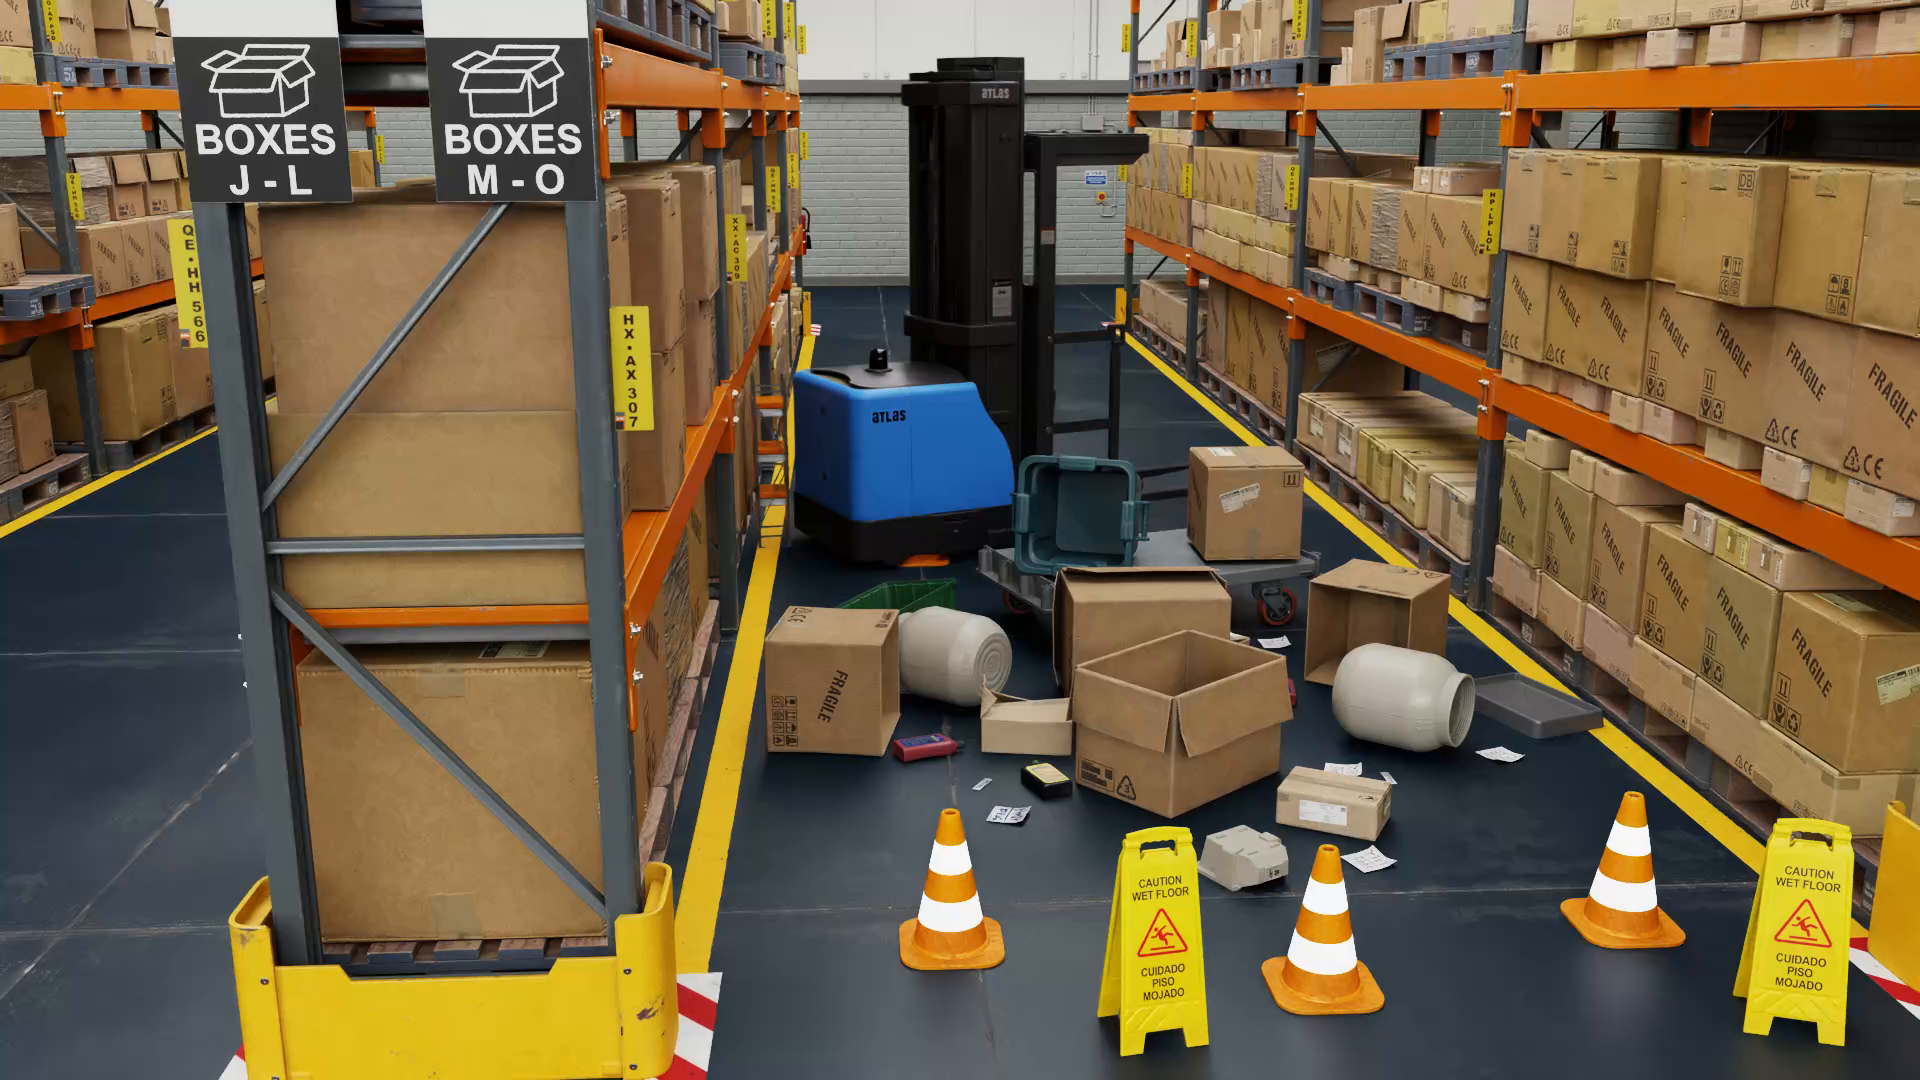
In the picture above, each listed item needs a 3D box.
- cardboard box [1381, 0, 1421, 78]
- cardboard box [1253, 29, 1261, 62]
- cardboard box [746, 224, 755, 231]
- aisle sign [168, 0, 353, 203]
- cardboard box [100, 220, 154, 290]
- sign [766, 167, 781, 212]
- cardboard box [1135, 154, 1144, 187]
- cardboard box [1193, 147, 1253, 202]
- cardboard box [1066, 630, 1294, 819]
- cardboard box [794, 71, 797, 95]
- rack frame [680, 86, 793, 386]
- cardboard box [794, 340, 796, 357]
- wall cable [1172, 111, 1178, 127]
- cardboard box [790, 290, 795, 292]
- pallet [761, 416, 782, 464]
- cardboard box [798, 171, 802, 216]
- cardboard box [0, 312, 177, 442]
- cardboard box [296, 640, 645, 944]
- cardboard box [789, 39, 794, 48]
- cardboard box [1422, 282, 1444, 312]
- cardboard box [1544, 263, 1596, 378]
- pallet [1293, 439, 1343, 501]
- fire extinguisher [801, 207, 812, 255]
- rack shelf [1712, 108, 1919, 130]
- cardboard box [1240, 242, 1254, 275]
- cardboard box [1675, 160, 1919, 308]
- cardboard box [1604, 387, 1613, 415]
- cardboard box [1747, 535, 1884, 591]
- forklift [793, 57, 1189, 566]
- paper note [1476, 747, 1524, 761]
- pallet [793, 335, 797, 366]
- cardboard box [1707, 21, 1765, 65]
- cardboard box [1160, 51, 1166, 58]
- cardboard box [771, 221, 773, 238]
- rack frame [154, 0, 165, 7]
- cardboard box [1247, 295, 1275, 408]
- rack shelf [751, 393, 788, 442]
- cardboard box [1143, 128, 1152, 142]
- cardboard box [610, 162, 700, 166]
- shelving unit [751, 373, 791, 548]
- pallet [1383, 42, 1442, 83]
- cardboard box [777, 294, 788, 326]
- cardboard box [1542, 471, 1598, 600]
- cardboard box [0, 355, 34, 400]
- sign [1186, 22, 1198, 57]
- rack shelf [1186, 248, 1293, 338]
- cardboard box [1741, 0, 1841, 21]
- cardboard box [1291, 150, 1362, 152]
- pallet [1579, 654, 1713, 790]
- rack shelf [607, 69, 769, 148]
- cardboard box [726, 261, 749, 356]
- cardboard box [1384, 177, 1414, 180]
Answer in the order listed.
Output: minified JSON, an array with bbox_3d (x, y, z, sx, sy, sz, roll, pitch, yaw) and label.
[{"bbox_3d":[3.149,-3.198,10.709,0.797,0.503,0.637,-1,14,-3],"label":"cardboard box"},{"bbox_3d":[2.591,-4.002,13.469,0.396,0.266,0.258,-1,14,-5],"label":"cardboard box"},{"bbox_3d":[-1.738,-2.322,12.595,0.380,0.149,0.250,0,14,-1],"label":"cardboard box"},{"bbox_3d":[-1.708,-1.220,4.031,0.394,0.787,0.004,-1,14,-3],"label":"aisle sign"},{"bbox_3d":[-6.658,-2.223,12.946,0.500,0.500,0.500,-1,14,-5],"label":"cardboard box"},{"bbox_3d":[-1.355,-2.543,12.066,0.100,0.325,0.005,-1,14,-3],"label":"sign"},{"bbox_3d":[2.315,-4.344,19.184,0.500,0.500,0.500,-1,14,-5],"label":"cardboard box"},{"bbox_3d":[2.518,-3.488,15.855,0.500,0.500,0.500,-1,14,-3],"label":"cardboard box"},{"bbox_3d":[0.886,0.727,6.693,0.797,0.503,0.637,-13,20,-42],"label":"cardboard box"},{"bbox_3d":[-2.003,-4.851,17.642,0.500,0.250,0.500,0,14,-1],"label":"cardboard box"},{"bbox_3d":[-2.156,-2.968,16.040,1.000,3.000,0.127,-1,14,-3],"label":"rack frame"},{"bbox_3d":[-1.874,-1.952,16.972,0.380,0.149,0.250,0,14,-2],"label":"cardboard box"},{"bbox_3d":[3.572,-5.983,25.720,0.588,1.984,0.122,-1,14,-3],"label":"wall cable"},{"bbox_3d":[-2.064,-2.754,18.896,0.380,0.149,0.250,-1,15,-6],"label":"cardboard box"},{"bbox_3d":[-1.955,-0.817,13.277,1.003,0.211,1.213,-1,14,-3],"label":"pallet"},{"bbox_3d":[-2.119,-4.047,19.438,0.500,0.500,0.500,-1,14,-2],"label":"cardboard box"},{"bbox_3d":[-6.887,-1.268,12.855,1.225,0.875,0.875,-2,15,-6],"label":"cardboard box"},{"bbox_3d":[-1.521,0.675,5.305,0.875,0.875,0.875,-1,14,-3],"label":"cardboard box"},{"bbox_3d":[-2.031,-5.509,18.395,0.380,0.149,0.250,-1,14,-3],"label":"cardboard box"},{"bbox_3d":[2.916,-1.414,9.665,0.380,0.149,0.250,-1,14,-4],"label":"cardboard box"},{"bbox_3d":[3.077,-1.034,7.727,0.500,0.500,0.500,-1,14,-4],"label":"cardboard box"},{"bbox_3d":[3.073,-0.529,12.161,1.003,0.211,1.213,-1,14,-3],"label":"pallet"},{"bbox_3d":[-1.959,-3.814,20.234,0.296,0.674,0.183,-1,14,-3],"label":"fire extinguisher"},{"bbox_3d":[7.856,-3.754,14.519,1.077,0.370,4.000,-1,14,-3],"label":"rack shelf"},{"bbox_3d":[2.673,-2.376,14.041,0.500,0.250,0.500,-1,14,-4],"label":"cardboard box"},{"bbox_3d":[3.114,-1.136,6.119,0.700,0.500,0.500,-1,14,-4],"label":"cardboard box"},{"bbox_3d":[3.116,-0.619,7.417,0.380,0.149,0.250,-1,14,-4],"label":"cardboard box"},{"bbox_3d":[3.122,0.081,6.061,0.380,0.149,0.250,0,14,-2],"label":"cardboard box"},{"bbox_3d":[0.496,-1.504,10.488,3.031,2.935,1.130,-7,16,-26],"label":"forklift"},{"bbox_3d":[2.271,0.896,6.984,0.142,0.019,0.148,-6,16,-23],"label":"paper note"},{"bbox_3d":[-2.312,-2.088,18.217,1.003,0.211,1.213,-1,14,-3],"label":"pallet"},{"bbox_3d":[3.081,-1.881,6.303,0.380,0.149,0.250,-1,14,-4],"label":"cardboard box"},{"bbox_3d":[2.648,-5.585,19.452,0.500,0.250,0.500,-2,15,-9],"label":"cardboard box"},{"bbox_3d":[-1.904,-2.827,15.155,0.380,0.149,0.250,-1,14,-4],"label":"cardboard box"},{"bbox_3d":[-7.113,-5.821,15.093,1.000,3.000,0.127,-1,14,-3],"label":"rack frame"},{"bbox_3d":[3.015,-1.644,14.316,0.875,0.875,0.875,-1,14,-3],"label":"cardboard box"},{"bbox_3d":[-1.177,-0.757,10.260,0.215,0.259,0.240,-3,15,-9],"label":"rack shelf"},{"bbox_3d":[2.299,-4.622,18.963,0.380,0.149,0.250,-1,14,-5],"label":"cardboard box"},{"bbox_3d":[-1.672,-1.481,7.796,0.875,0.550,0.550,-1,14,-3],"label":"cardboard box"},{"bbox_3d":[-1.175,-0.492,10.329,0.215,1.050,0.252,-3,15,-9],"label":"shelving unit"},{"bbox_3d":[3.275,-2.854,9.957,1.213,0.211,1.003,-1,14,-3],"label":"pallet"},{"bbox_3d":[-1.858,-2.142,15.501,0.500,0.250,0.500,-1,14,-5],"label":"cardboard box"},{"bbox_3d":[3.086,-0.031,7.796,0.500,0.500,0.500,0,14,-1],"label":"cardboard box"},{"bbox_3d":[-6.794,-1.121,11.491,0.500,0.250,0.500,0,14,-1],"label":"cardboard box"},{"bbox_3d":[2.224,-4.802,15.952,0.100,0.325,0.005,-1,14,-3],"label":"sign"},{"bbox_3d":[2.902,-2.223,14.591,1.077,0.370,4.000,-1,14,-3],"label":"rack shelf"},{"bbox_3d":[3.154,-1.986,5.910,0.500,0.250,0.500,0,14,-2],"label":"cardboard box"},{"bbox_3d":[3.155,-3.111,14.391,0.500,0.500,0.500,-1,14,-3],"label":"cardboard box"},{"bbox_3d":[3.429,0.742,7.220,1.003,0.211,1.213,-1,14,-3],"label":"pallet"},{"bbox_3d":[-1.784,-2.580,9.957,1.077,0.370,4.000,-1,14,-3],"label":"rack shelf"},{"bbox_3d":[-1.456,-1.287,9.307,0.500,0.500,0.500,-1,14,-3],"label":"cardboard box"},{"bbox_3d":[3.332,-2.361,12.044,0.500,0.500,0.500,-1,14,-5],"label":"cardboard box"}]
